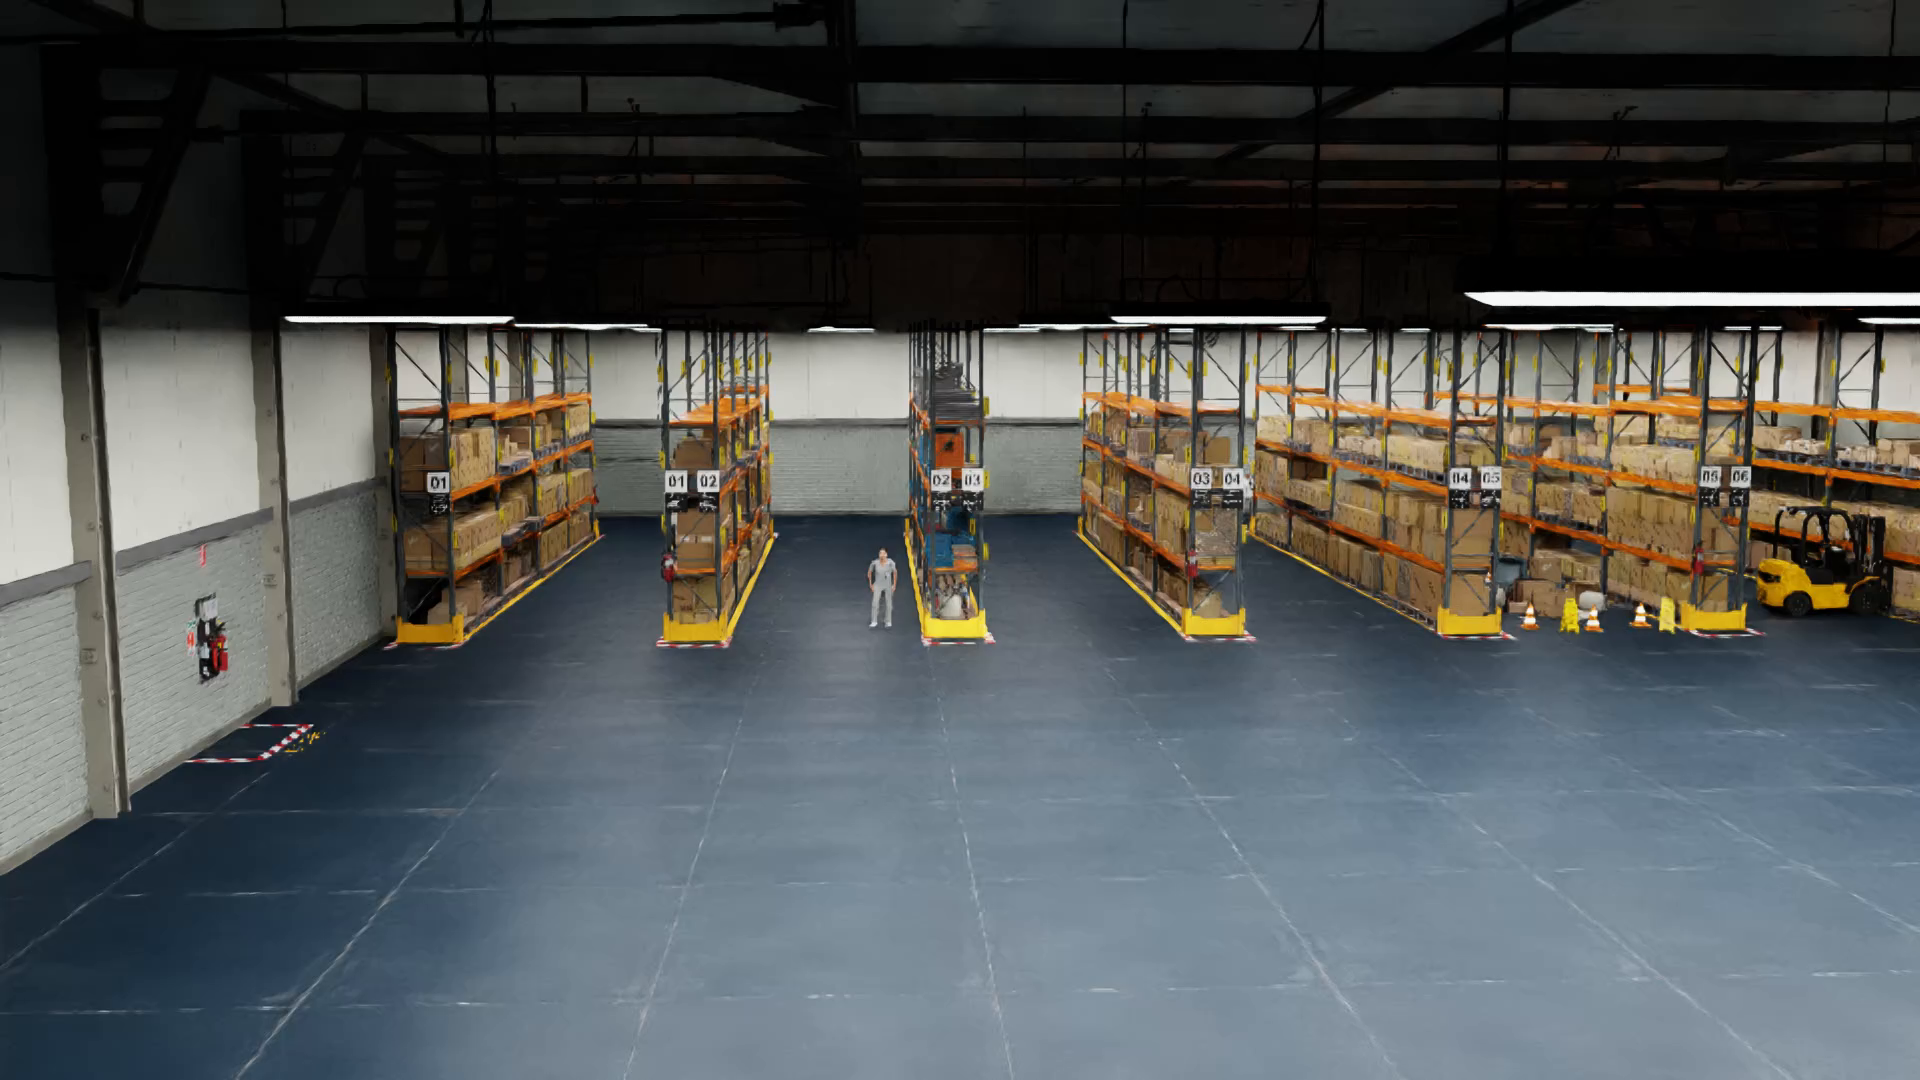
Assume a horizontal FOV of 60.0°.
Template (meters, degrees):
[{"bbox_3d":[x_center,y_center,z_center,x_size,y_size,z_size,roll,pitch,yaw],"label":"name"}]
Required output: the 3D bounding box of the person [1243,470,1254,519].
[{"bbox_3d":[8.849,-1.377,51.063,0.523,1.601,0.942,2,7,18],"label":"person"}]

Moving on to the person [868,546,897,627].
[{"bbox_3d":[-1.514,0.916,32.525,0.580,1.619,0.507,0,7,-3],"label":"person"}]

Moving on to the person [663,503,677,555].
[{"bbox_3d":[-7.462,-0.475,43.298,0.536,1.700,1.115,0,7,-1],"label":"person"}]

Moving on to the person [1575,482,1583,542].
[{"bbox_3d":[16.984,-0.811,46.105,0.553,1.660,0.611,1,7,9],"label":"person"}]
